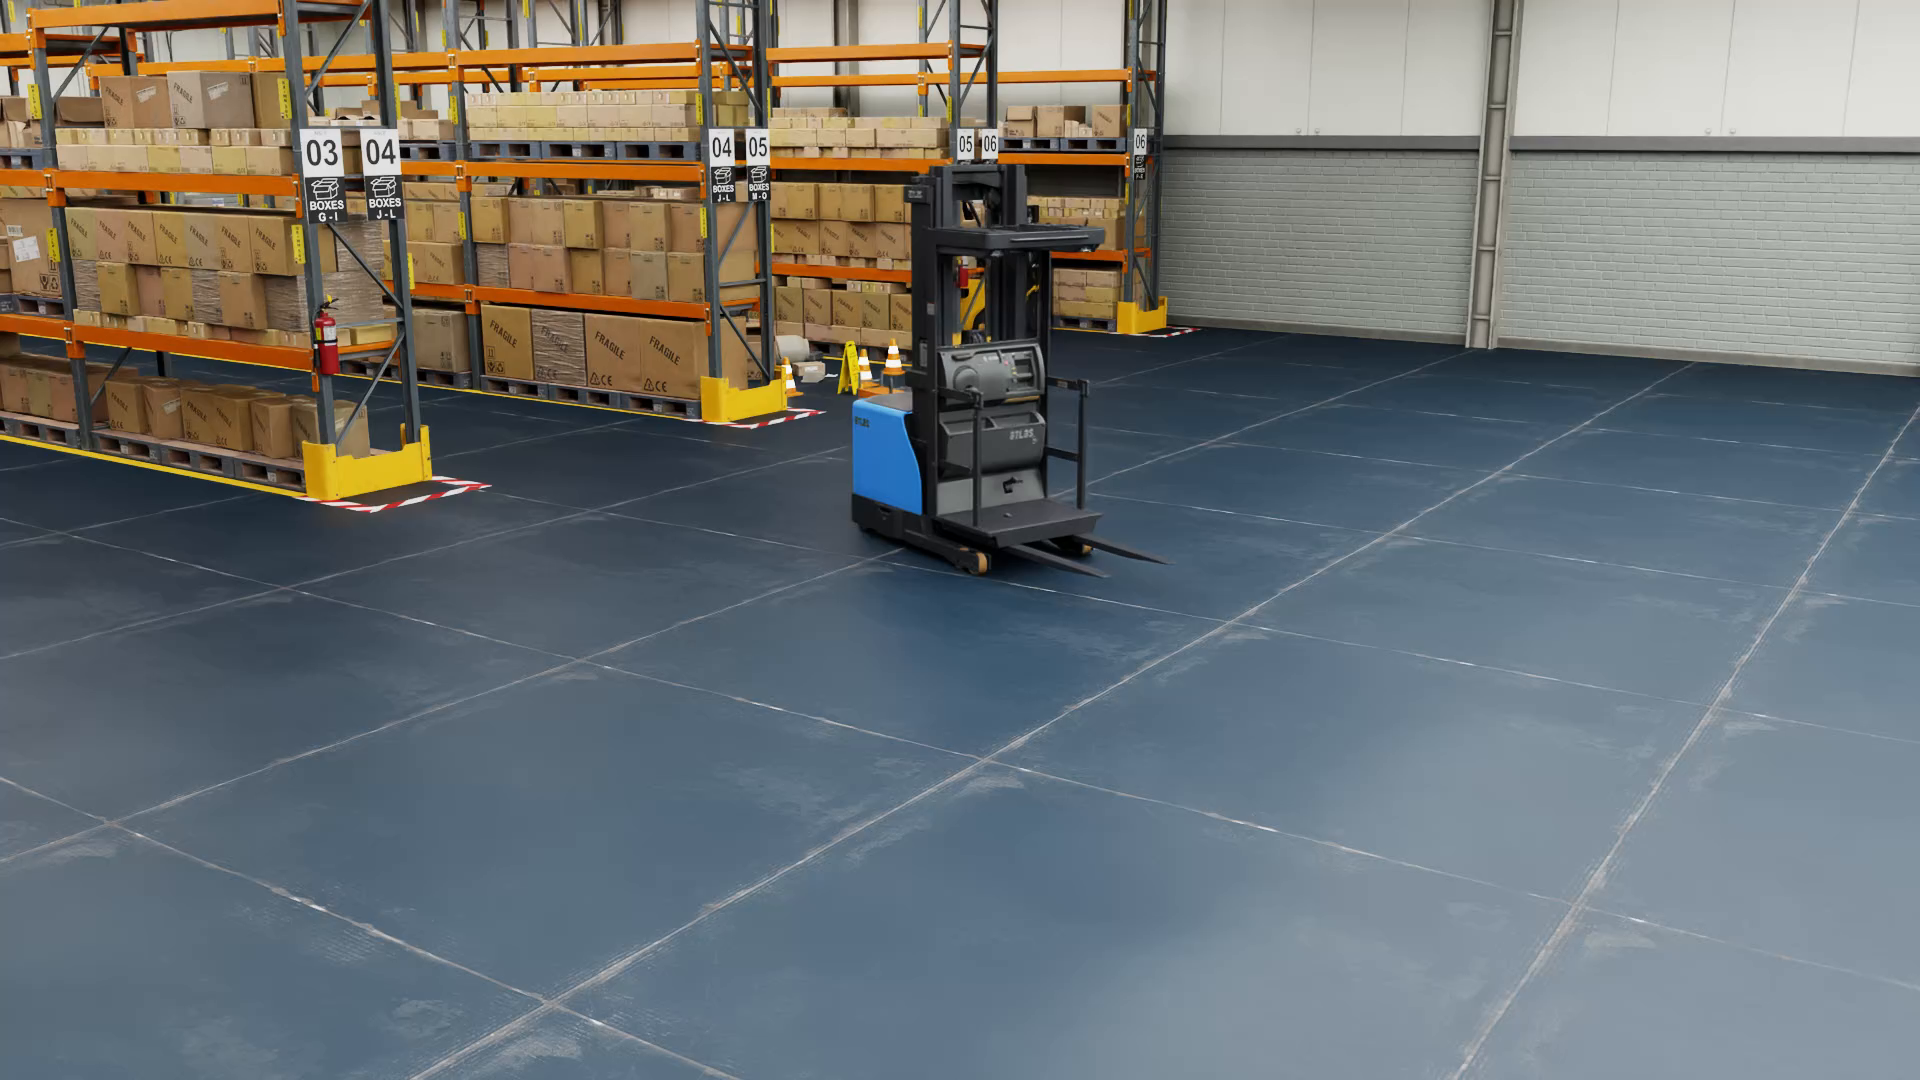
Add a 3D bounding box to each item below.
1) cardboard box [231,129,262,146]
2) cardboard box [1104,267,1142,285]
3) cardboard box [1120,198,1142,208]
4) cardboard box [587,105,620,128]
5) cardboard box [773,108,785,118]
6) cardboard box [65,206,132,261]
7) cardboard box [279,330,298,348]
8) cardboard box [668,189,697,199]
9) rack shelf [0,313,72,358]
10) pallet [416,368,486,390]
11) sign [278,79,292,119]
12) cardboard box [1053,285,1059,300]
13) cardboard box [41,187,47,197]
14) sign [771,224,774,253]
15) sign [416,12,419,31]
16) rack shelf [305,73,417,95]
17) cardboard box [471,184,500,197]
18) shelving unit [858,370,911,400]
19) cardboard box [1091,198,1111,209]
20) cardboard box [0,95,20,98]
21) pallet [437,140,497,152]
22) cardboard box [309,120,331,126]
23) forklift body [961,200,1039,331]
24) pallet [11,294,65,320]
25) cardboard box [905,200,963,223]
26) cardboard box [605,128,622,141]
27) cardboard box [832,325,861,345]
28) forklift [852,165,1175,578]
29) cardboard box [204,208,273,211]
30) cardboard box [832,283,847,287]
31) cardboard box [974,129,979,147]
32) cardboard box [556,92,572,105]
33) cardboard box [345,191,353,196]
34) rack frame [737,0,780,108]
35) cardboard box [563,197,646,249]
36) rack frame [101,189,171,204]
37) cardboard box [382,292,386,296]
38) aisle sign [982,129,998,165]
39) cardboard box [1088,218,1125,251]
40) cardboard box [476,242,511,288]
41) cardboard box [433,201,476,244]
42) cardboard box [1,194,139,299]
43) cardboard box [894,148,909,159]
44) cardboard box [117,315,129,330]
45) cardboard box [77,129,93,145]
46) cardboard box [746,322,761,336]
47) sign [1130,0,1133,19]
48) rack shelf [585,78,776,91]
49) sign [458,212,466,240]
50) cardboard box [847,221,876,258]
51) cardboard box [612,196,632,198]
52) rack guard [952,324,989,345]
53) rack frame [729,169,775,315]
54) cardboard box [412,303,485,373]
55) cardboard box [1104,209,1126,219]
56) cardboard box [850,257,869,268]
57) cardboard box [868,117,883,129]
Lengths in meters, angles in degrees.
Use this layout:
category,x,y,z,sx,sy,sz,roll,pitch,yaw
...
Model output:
category,x,y,z,sx,sy,sz,roll,pitch,yaw
cardboard box,-6.188,-3.553,14.674,0.250,0.149,0.380,8,16,30
cardboard box,2.660,-4.351,27.424,0.500,0.250,0.500,9,16,32
cardboard box,2.794,-5.490,27.080,0.250,0.149,0.380,9,16,32
cardboard box,-3.885,-4.828,18.953,0.500,0.250,0.500,9,17,32
cardboard box,-3.220,-7.578,30.162,0.500,0.500,0.500,9,17,33
cardboard box,-8.432,-3.032,16.420,0.500,0.500,0.500,9,17,33
cardboard box,-5.903,-1.837,15.024,0.250,0.149,0.380,9,17,33
cardboard box,-4.221,-5.259,25.273,0.250,0.149,0.380,9,16,31
rack shelf,-10.323,-2.383,18.206,4.000,0.370,1.077,9,17,33
pallet,-6.494,-2.175,21.669,1.213,0.211,1.003,9,17,33
sign,-5.671,-3.706,13.966,0.005,0.325,0.100,9,17,33
cardboard box,1.525,-4.143,27.626,0.500,0.250,0.500,9,16,32
cardboard box,-13.839,-5.340,25.744,0.500,0.500,0.500,10,17,34
sign,-2.178,-3.472,19.140,0.005,0.325,0.100,9,17,33
sign,-9.478,-9.027,28.953,0.005,0.325,0.100,9,17,33
rack shelf,-11.430,-8.150,29.850,4.000,0.370,1.077,9,17,33
cardboard box,-7.866,-5.663,27.668,0.500,0.500,0.500,9,17,33
shelving unit,-0.621,-0.808,14.092,0.258,1.200,0.503,-10,17,-34
cardboard box,2.317,-5.435,26.859,0.250,0.149,0.380,9,17,33
cardboard box,-10.613,-4.598,18.164,0.500,0.500,0.500,10,17,34
pallet,-7.945,-6.566,27.757,1.213,0.211,1.003,10,17,35
cardboard box,-8.237,-5.404,21.898,0.500,0.250,0.500,10,17,34
forklift body,0.362,-4.373,26.511,1.214,2.155,2.313,9,17,33
pallet,-9.217,-2.503,17.591,1.213,0.211,1.003,9,17,33
cardboard box,-0.359,-4.607,22.784,0.500,0.500,0.700,9,16,31
cardboard box,-3.802,-4.603,18.876,0.250,0.149,0.380,9,16,32
cardboard box,-1.497,-2.968,23.919,0.500,0.250,0.500,8,16,31
forklift,0.375,-1.296,12.459,1.130,2.935,3.031,-10,17,-34
cardboard box,-6.894,-2.935,16.031,0.500,0.500,0.500,9,17,33
cardboard box,-1.645,-3.512,24.554,0.500,0.500,0.500,10,17,36
cardboard box,-0.082,-5.552,22.960,0.500,0.250,0.500,9,16,32
cardboard box,-4.437,-5.093,19.193,0.250,0.149,0.380,9,17,33
cardboard box,-10.733,-6.125,29.535,0.500,0.500,0.500,9,16,32
rack frame,-3.685,-8.879,30.465,0.127,3.000,1.000,9,17,33
cardboard box,-4.188,-3.761,19.713,0.500,0.550,0.875,9,17,33
rack frame,-12.450,-4.513,25.311,0.127,3.000,1.000,9,17,33
cardboard box,-10.232,-4.579,30.036,0.875,0.438,0.875,9,16,32
aisle sign,0.411,-5.219,22.755,0.004,0.787,0.394,9,17,33
cardboard box,2.399,-4.956,26.895,0.500,0.500,0.500,9,16,32
cardboard box,-5.499,-3.466,20.768,0.550,0.550,0.875,9,17,33
cardboard box,-6.227,-4.039,21.109,0.500,0.500,0.700,9,16,32
cardboard box,-9.245,-3.094,17.457,1.000,1.000,1.000,9,17,33
cardboard box,-0.692,-5.299,22.769,0.250,0.149,0.380,10,17,34
cardboard box,-8.017,-2.158,16.321,0.250,0.149,0.380,9,17,33
cardboard box,-8.307,-3.914,16.132,0.250,0.149,0.380,8,16,30
cardboard box,-3.003,-2.813,23.642,0.500,0.500,0.500,-4,14,-16
sign,2.639,-8.192,25.580,0.005,0.325,0.100,9,17,33
rack shelf,-5.344,-8.604,31.683,4.000,0.370,1.077,9,17,33
sign,-6.106,-3.854,20.405,0.005,0.325,0.100,9,17,33
cardboard box,-1.244,-4.251,23.425,0.500,0.500,0.500,9,17,33
cardboard box,-5.327,-5.129,26.098,0.500,0.500,0.500,10,17,34
rack guard,0.123,-2.701,23.193,0.348,0.500,1.175,9,17,33
rack frame,-3.133,-4.440,25.018,0.127,3.000,1.000,9,17,33
cardboard box,-6.377,-2.617,21.460,0.750,0.750,1.050,9,17,33
cardboard box,2.509,-5.248,26.724,0.250,0.149,0.380,9,17,34
cardboard box,-1.344,-3.947,23.548,0.250,0.149,0.380,9,17,32
cardboard box,-1.054,-5.763,22.982,0.250,0.149,0.380,9,17,33
